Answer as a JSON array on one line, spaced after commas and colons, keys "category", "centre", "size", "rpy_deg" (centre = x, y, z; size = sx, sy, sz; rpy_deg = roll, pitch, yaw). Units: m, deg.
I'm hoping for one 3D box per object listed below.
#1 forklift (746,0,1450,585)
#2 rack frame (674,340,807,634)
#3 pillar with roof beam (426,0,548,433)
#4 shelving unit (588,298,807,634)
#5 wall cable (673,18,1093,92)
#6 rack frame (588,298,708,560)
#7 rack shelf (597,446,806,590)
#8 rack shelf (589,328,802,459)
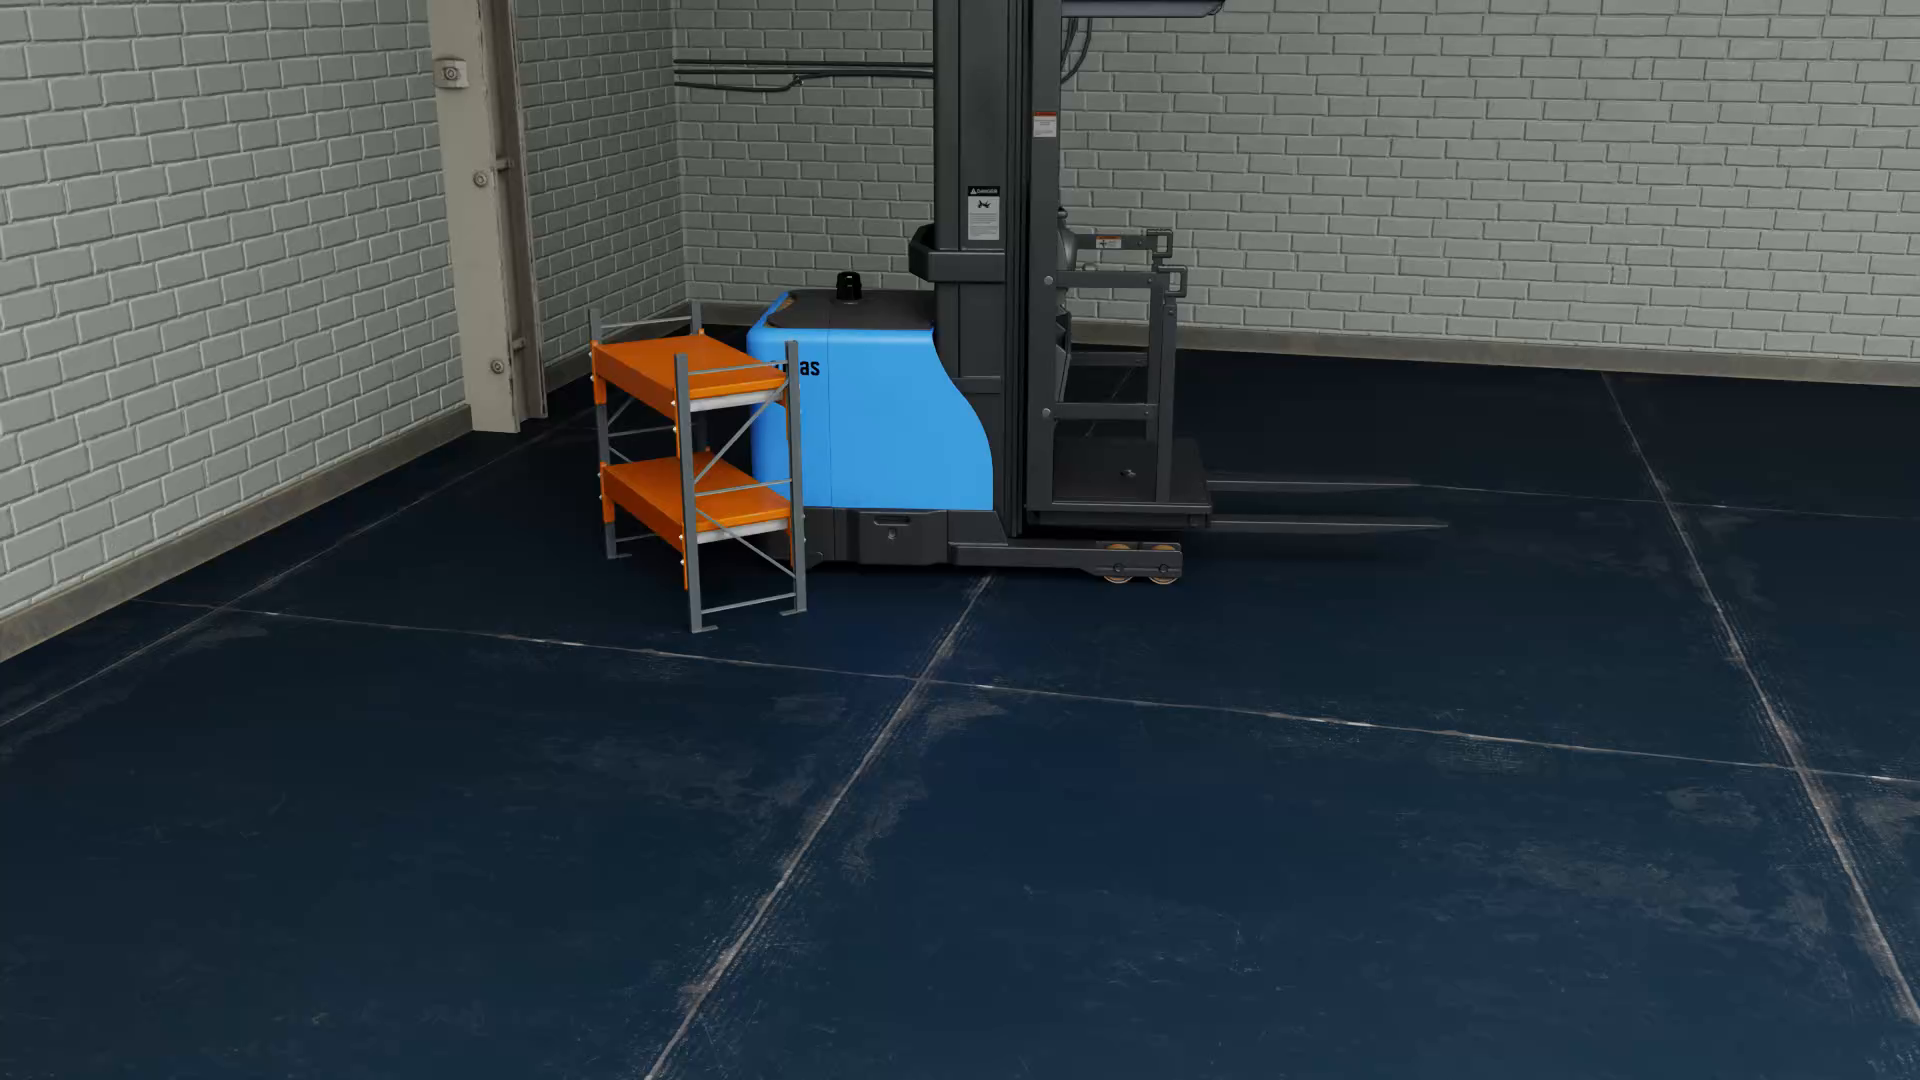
[{"category": "forklift", "centre": [0.624, -1.374, 7.177], "size": [3.031, 2.935, 1.130], "rpy_deg": [1, 19, 3]}, {"category": "rack frame", "centre": [-0.854, -0.204, 6.545], "size": [0.500, 1.125, 0.032], "rpy_deg": [-11, 22, -28]}, {"category": "pillar with roof beam", "centre": [1.545, -4.602, 7.239], "size": [9.100, 9.000, 0.400], "rpy_deg": [5, 19, 13]}, {"category": "shelving unit", "centre": [-1.109, -0.346, 6.961], "size": [0.538, 1.125, 1.048], "rpy_deg": [-11, 22, -28]}, {"category": "wall cable", "centre": [-0.628, -4.291, 11.133], "size": [3.097, 2.526, 0.112], "rpy_deg": [5, 19, 13]}, {"category": "rack frame", "centre": [-1.364, -0.489, 7.378], "size": [0.500, 1.125, 0.032], "rpy_deg": [-11, 22, -28]}, {"category": "rack shelf", "centre": [-1.109, -0.115, 7.041], "size": [0.538, 0.278, 1.000], "rpy_deg": [-11, 22, -28]}, {"category": "rack shelf", "centre": [-1.109, -0.623, 6.867], "size": [0.538, 0.278, 1.000], "rpy_deg": [-11, 22, -28]}]
